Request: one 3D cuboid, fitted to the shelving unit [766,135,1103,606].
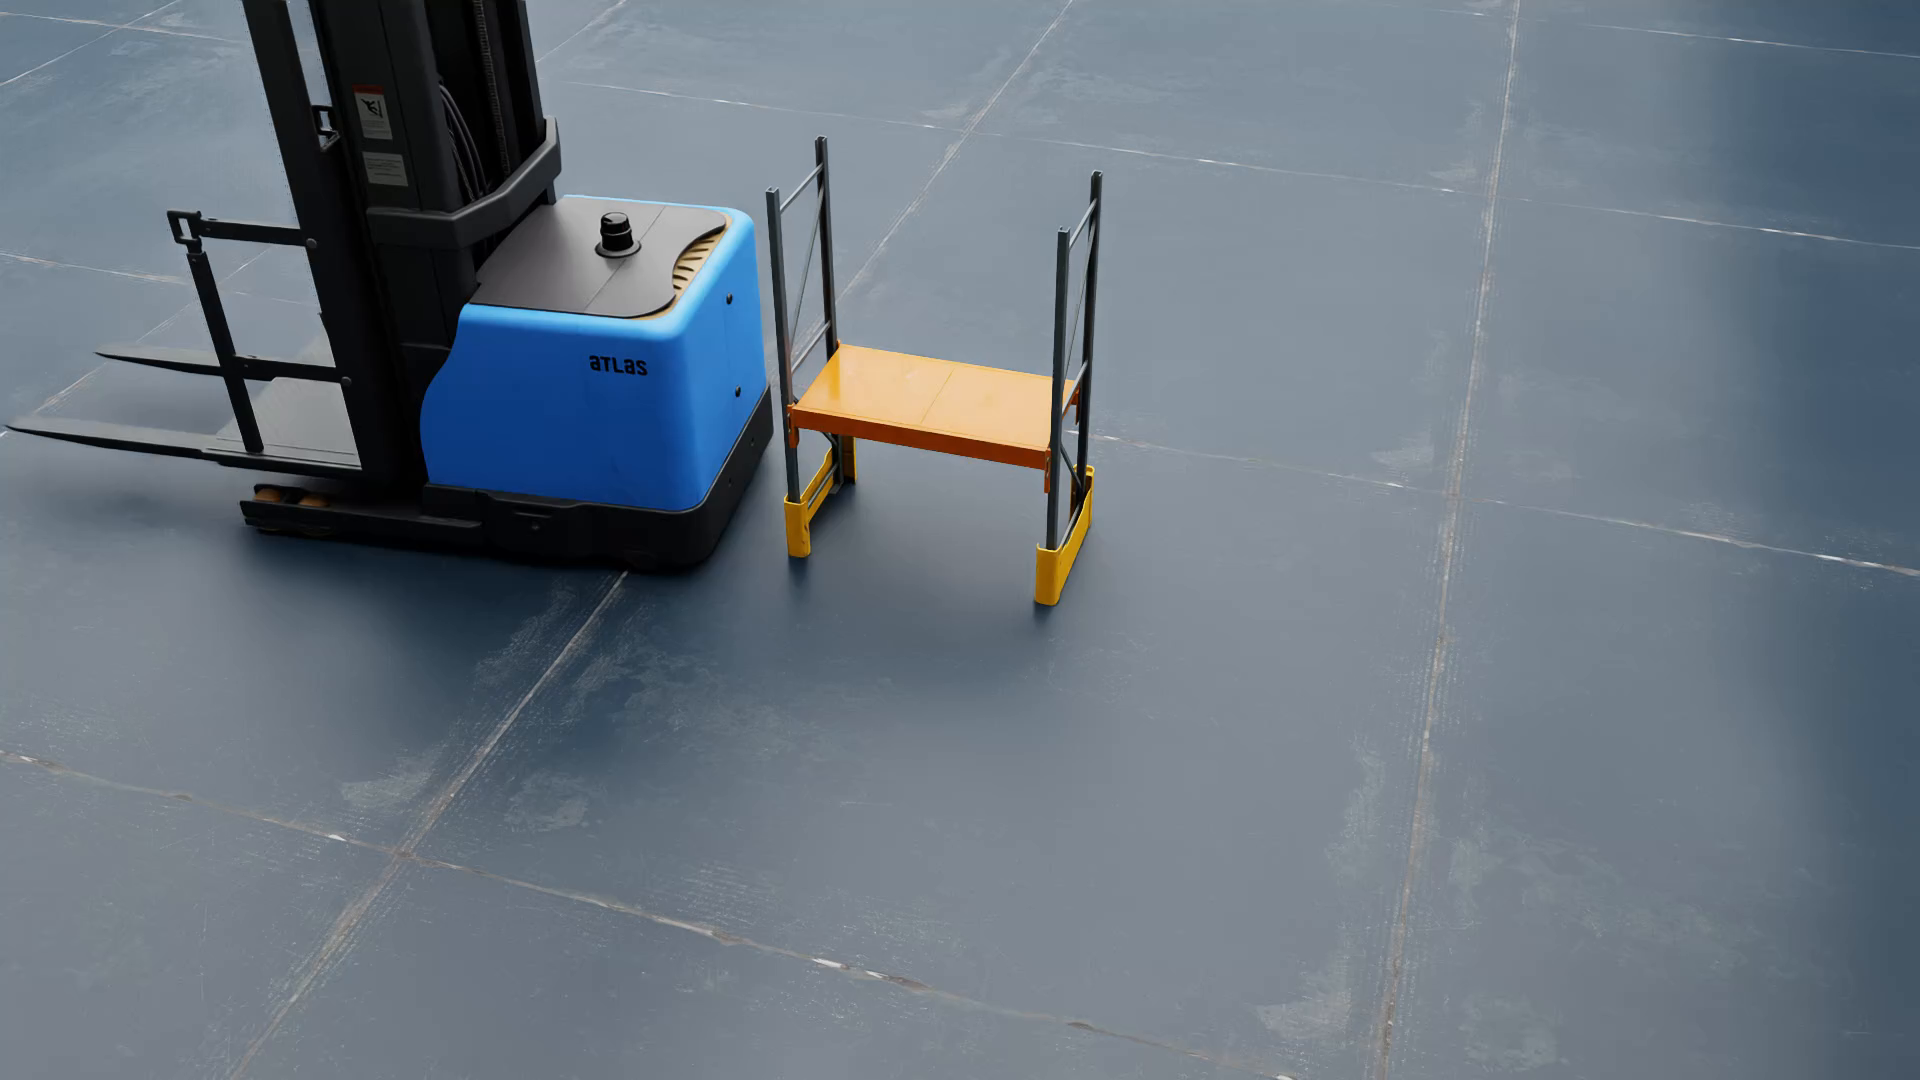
[{"bbox_3d":[-0.073,-0.618,6.109,1.083,1.500,0.587,10,38,14],"label":"shelving unit"}]

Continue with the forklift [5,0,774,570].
[{"bbox_3d":[-2.356,-1.493,6.091,3.031,2.935,1.130,7,37,9],"label":"forklift"}]

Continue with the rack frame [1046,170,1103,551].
[{"bbox_3d":[0.404,-0.529,5.989,0.032,1.500,0.500,10,38,14],"label":"rack frame"}]

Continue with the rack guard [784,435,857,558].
[{"bbox_3d":[-0.548,-0.202,6.599,0.087,0.250,0.587,10,38,14],"label":"rack guard"}]

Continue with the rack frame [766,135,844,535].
[{"bbox_3d":[-0.567,-0.709,6.233,0.032,1.500,0.500,10,38,14],"label":"rack frame"}]

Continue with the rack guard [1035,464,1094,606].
[{"bbox_3d":[0.403,-0.026,6.360,0.087,0.250,0.587,10,38,14],"label":"rack guard"}]

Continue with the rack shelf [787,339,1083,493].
[{"bbox_3d":[-0.081,-0.474,6.217,1.000,0.185,0.538,10,38,14],"label":"rack shelf"}]
